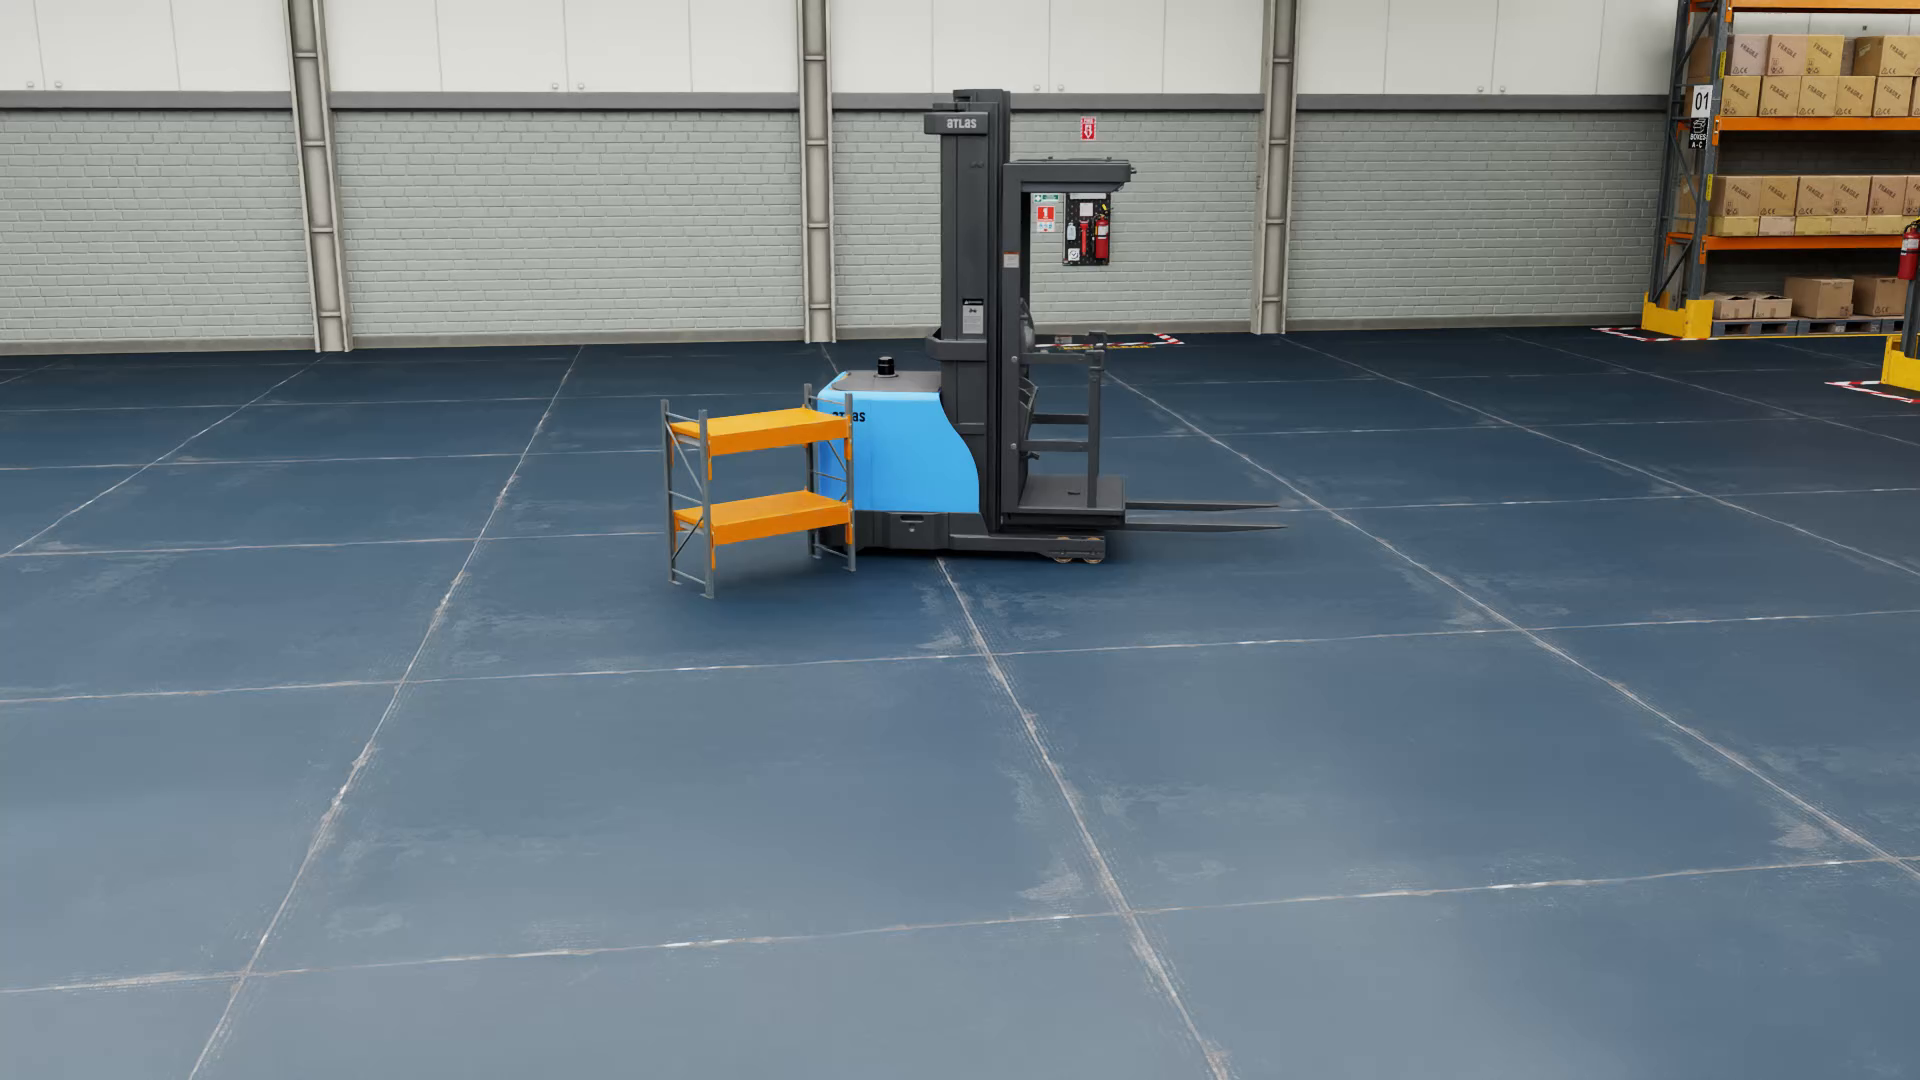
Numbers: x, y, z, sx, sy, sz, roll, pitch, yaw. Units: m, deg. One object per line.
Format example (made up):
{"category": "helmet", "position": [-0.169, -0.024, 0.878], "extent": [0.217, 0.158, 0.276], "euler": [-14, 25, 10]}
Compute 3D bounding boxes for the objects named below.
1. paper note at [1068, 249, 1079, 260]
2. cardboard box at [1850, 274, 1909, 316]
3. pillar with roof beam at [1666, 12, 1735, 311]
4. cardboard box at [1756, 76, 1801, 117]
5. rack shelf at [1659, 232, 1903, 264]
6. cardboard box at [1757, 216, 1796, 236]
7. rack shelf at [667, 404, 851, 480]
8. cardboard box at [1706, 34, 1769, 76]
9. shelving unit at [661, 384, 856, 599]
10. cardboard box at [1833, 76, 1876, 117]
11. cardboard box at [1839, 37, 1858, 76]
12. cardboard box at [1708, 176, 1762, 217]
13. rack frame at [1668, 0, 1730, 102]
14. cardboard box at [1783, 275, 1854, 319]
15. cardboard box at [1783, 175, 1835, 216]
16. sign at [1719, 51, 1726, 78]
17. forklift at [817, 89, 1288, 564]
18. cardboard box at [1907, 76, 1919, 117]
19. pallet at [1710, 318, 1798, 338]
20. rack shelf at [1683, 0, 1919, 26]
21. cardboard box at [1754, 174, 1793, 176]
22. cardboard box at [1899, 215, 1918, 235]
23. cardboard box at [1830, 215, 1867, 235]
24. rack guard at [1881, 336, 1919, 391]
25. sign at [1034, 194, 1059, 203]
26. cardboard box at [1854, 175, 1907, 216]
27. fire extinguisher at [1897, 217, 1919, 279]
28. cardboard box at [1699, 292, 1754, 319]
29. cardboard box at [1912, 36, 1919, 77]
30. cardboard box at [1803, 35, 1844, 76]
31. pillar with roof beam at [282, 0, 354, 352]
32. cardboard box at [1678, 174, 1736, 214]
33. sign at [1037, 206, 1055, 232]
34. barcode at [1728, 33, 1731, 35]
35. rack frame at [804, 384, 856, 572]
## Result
{"category": "paper note", "position": [1.492, -3.740, 21.780], "extent": [0.142, 0.148, 0.016], "euler": [-2, 14, -8]}
{"category": "cardboard box", "position": [12.432, -3.320, 22.530], "extent": [0.500, 0.500, 0.500], "euler": [-3, 14, -13]}
{"category": "pillar with roof beam", "position": [10.701, -6.330, 17.961], "extent": [0.400, 9.000, 9.100], "euler": [-2, 14, -8]}
{"category": "cardboard box", "position": [10.401, -5.698, 21.362], "extent": [0.500, 0.500, 0.500], "euler": [-1, 14, -5]}
{"category": "rack shelf", "position": [11.474, -3.945, 22.266], "extent": [4.000, 0.370, 1.077], "euler": [-2, 14, -8]}
{"category": "cardboard box", "position": [10.538, -4.122, 21.760], "extent": [0.500, 0.250, 0.500], "euler": [-3, 14, -10]}
{"category": "rack shelf", "position": [-1.222, -0.606, 10.121], "extent": [1.000, 0.278, 0.538], "euler": [-11, 18, -37]}
{"category": "cardboard box", "position": [9.914, -6.175, 21.211], "extent": [0.500, 0.500, 0.500], "euler": [-3, 14, -12]}
{"category": "shelving unit", "position": [-1.222, -0.322, 10.192], "extent": [1.048, 1.125, 0.538], "euler": [-11, 18, -37]}
{"category": "cardboard box", "position": [11.440, -5.742, 21.538], "extent": [0.500, 0.500, 0.500], "euler": [-1, 14, -5]}
{"category": "cardboard box", "position": [11.411, -6.350, 21.906], "extent": [0.500, 0.500, 0.500], "euler": [-2, 14, -8]}
{"category": "cardboard box", "position": [10.014, -4.467, 21.595], "extent": [0.500, 0.500, 0.500], "euler": [-2, 14, -8]}
{"category": "rack frame", "position": [9.497, -7.132, 21.160], "extent": [0.127, 3.000, 1.000], "euler": [-2, 14, -8]}
{"category": "cardboard box", "position": [11.491, -3.261, 22.294], "extent": [0.500, 0.500, 0.700], "euler": [-3, 14, -12]}
{"category": "cardboard box", "position": [11.016, -4.500, 21.725], "extent": [0.500, 0.500, 0.500], "euler": [-3, 14, -10]}
{"category": "sign", "position": [9.578, -5.970, 20.898], "extent": [0.005, 0.325, 0.100], "euler": [-2, 14, -8]}
{"category": "forklift", "position": [0.622, -1.407, 10.806], "extent": [3.031, 2.935, 1.130], "euler": [1, 14, 5]}
{"category": "cardboard box", "position": [12.488, -5.787, 21.717], "extent": [0.500, 0.500, 0.500], "euler": [-3, 14, -13]}
{"category": "pallet", "position": [10.380, -2.893, 22.323], "extent": [1.213, 0.211, 1.003], "euler": [-2, 14, -8]}
{"category": "rack shelf", "position": [11.474, -6.854, 21.536], "extent": [4.000, 0.370, 1.077], "euler": [-2, 14, -8]}
{"category": "cardboard box", "position": [10.941, -4.626, 22.228], "extent": [0.500, 0.500, 0.500], "euler": [-2, 14, -10]}
{"category": "cardboard box", "position": [12.535, -4.197, 22.060], "extent": [0.500, 0.250, 0.500], "euler": [-2, 14, -8]}
{"category": "cardboard box", "position": [11.543, -4.157, 21.899], "extent": [0.500, 0.250, 0.500], "euler": [-2, 14, -8]}
{"category": "rack guard", "position": [10.215, -1.817, 17.439], "extent": [0.348, 0.500, 1.175], "euler": [-2, 14, -8]}
{"category": "sign", "position": [1.121, -4.435, 21.575], "extent": [0.331, 0.109, 0.001], "euler": [-2, 14, -8]}
{"category": "cardboard box", "position": [12.038, -4.541, 21.887], "extent": [0.500, 0.500, 0.500], "euler": [-3, 14, -10]}
{"category": "fire extinguisher", "position": [10.052, -3.100, 17.576], "extent": [0.183, 0.674, 0.296], "euler": [-2, 14, -8]}
{"category": "cardboard box", "position": [10.194, -3.134, 22.177], "extent": [0.500, 0.311, 0.500], "euler": [-4, 15, -15]}
{"category": "cardboard box", "position": [12.454, -6.259, 21.544], "extent": [0.500, 0.500, 0.500], "euler": [-1, 14, -5]}
{"category": "cardboard box", "position": [10.922, -6.203, 21.320], "extent": [0.500, 0.500, 0.500], "euler": [-2, 14, -7]}
{"category": "pillar with roof beam", "position": [-7.098, -5.677, 15.360], "extent": [0.400, 9.000, 9.100], "euler": [-2, 14, -8]}
{"category": "cardboard box", "position": [9.931, -4.591, 22.086], "extent": [0.500, 0.500, 0.500], "euler": [-2, 14, -9]}
{"category": "sign", "position": [1.116, -4.179, 21.647], "extent": [0.234, 0.329, 0.001], "euler": [-2, 14, -8]}
{"category": "barcode", "position": [10.124, -6.647, 21.900], "extent": [0.075, 0.075, 0.001], "euler": [-2, 14, -8]}
{"category": "rack frame", "position": [-0.823, -0.398, 10.496], "extent": [0.032, 1.125, 0.500], "euler": [-11, 18, -37]}
